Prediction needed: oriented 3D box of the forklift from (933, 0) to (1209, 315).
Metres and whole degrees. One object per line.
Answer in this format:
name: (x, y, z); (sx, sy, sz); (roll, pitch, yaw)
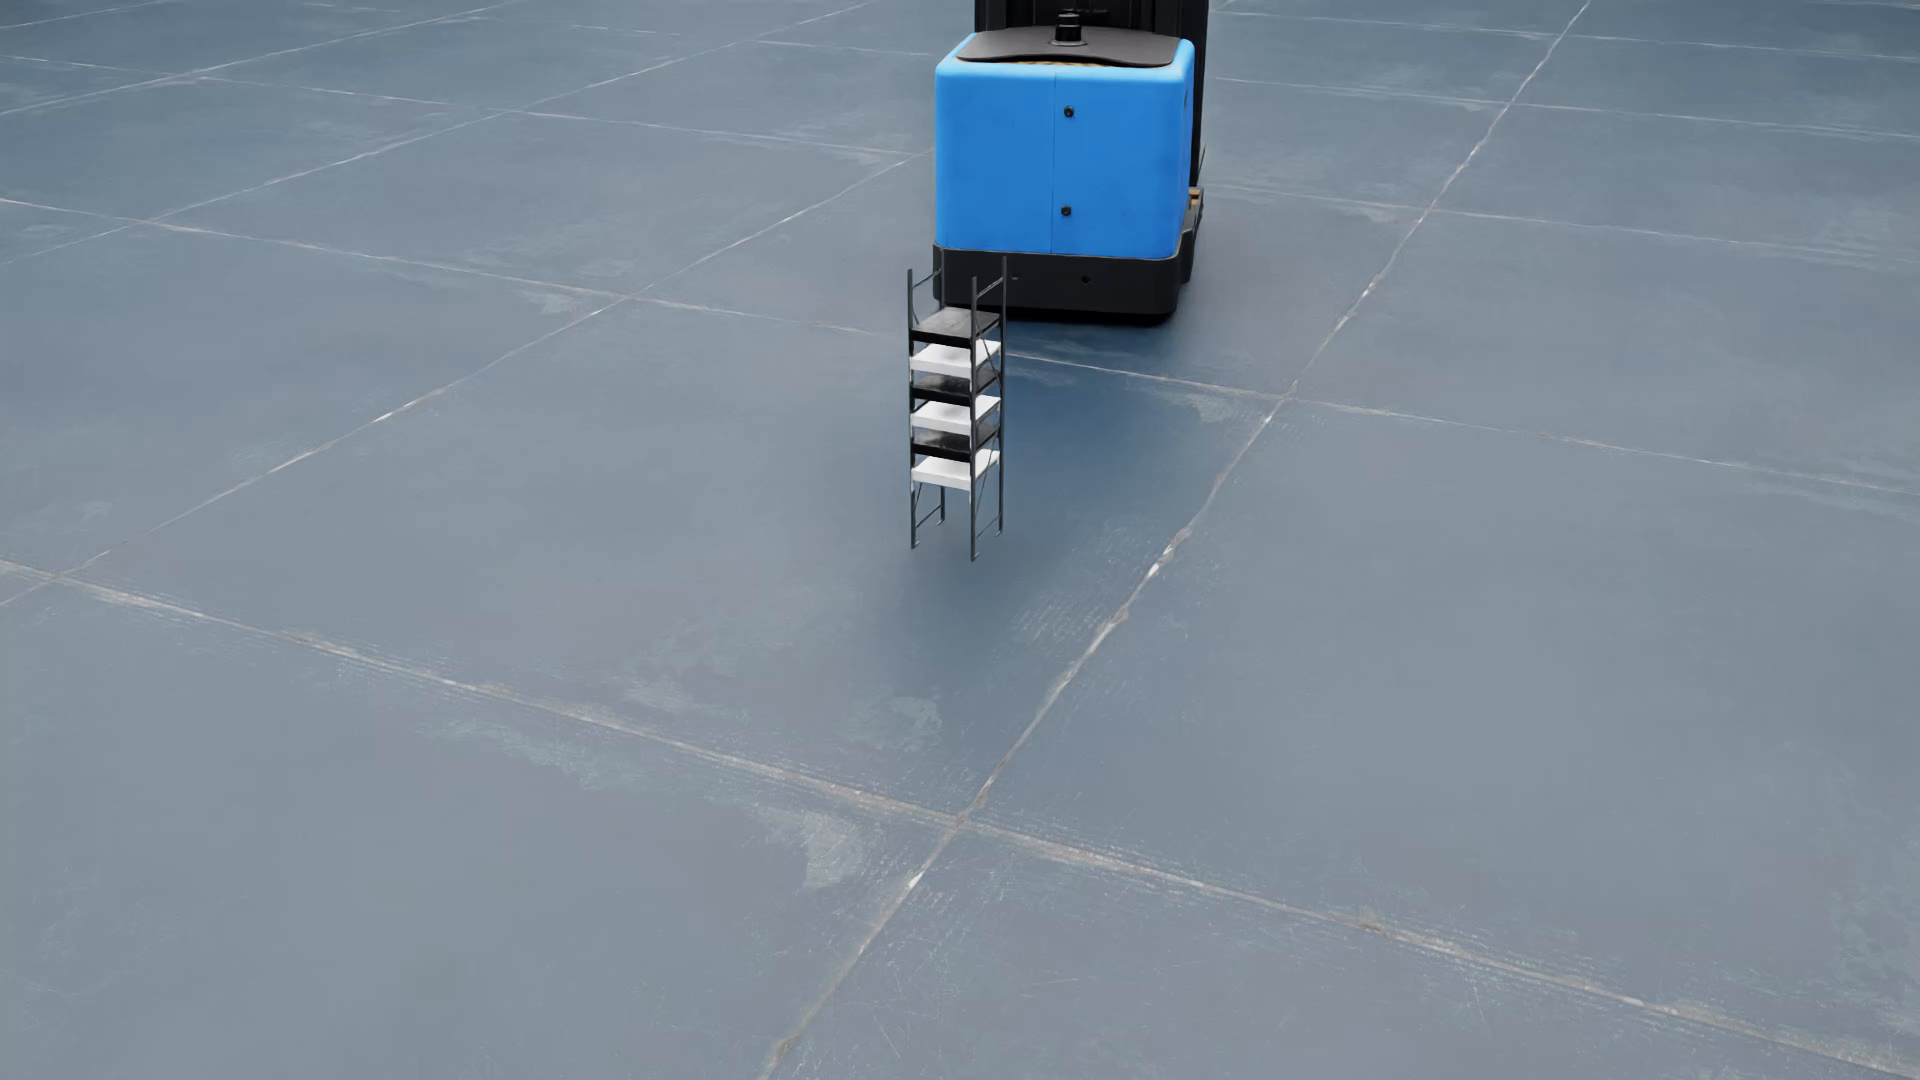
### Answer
forklift: (0.655, -2.892, 7.806); (1.130, 2.935, 3.031); (5, 27, 9)

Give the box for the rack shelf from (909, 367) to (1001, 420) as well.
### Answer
rack shelf: (-0.007, -0.456, 5.029); (0.200, 0.077, 0.258); (11, 28, 22)

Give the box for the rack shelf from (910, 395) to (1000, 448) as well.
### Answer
rack shelf: (-0.007, -0.375, 5.069); (0.200, 0.077, 0.258); (11, 28, 22)

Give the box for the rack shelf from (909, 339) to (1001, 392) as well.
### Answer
rack shelf: (-0.007, -0.537, 4.989); (0.200, 0.077, 0.258); (11, 28, 22)

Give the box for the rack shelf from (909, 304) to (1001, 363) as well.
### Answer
rack shelf: (-0.007, -0.618, 4.950); (0.200, 0.077, 0.258); (11, 28, 22)

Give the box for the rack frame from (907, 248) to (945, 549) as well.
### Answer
rack frame: (-0.100, -0.424, 5.092); (0.006, 0.900, 0.240); (11, 28, 22)

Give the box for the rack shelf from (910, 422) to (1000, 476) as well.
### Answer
rack shelf: (-0.007, -0.295, 5.109); (0.200, 0.077, 0.258); (11, 28, 22)

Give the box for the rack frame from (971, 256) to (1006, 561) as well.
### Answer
rack frame: (0.085, -0.387, 5.016); (0.006, 0.900, 0.240); (11, 28, 22)

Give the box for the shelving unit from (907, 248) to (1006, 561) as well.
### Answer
shelving unit: (-0.007, -0.405, 5.054); (0.210, 0.900, 0.258); (11, 28, 22)

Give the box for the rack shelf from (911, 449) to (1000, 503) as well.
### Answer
rack shelf: (-0.007, -0.214, 5.148); (0.200, 0.077, 0.258); (11, 28, 22)
